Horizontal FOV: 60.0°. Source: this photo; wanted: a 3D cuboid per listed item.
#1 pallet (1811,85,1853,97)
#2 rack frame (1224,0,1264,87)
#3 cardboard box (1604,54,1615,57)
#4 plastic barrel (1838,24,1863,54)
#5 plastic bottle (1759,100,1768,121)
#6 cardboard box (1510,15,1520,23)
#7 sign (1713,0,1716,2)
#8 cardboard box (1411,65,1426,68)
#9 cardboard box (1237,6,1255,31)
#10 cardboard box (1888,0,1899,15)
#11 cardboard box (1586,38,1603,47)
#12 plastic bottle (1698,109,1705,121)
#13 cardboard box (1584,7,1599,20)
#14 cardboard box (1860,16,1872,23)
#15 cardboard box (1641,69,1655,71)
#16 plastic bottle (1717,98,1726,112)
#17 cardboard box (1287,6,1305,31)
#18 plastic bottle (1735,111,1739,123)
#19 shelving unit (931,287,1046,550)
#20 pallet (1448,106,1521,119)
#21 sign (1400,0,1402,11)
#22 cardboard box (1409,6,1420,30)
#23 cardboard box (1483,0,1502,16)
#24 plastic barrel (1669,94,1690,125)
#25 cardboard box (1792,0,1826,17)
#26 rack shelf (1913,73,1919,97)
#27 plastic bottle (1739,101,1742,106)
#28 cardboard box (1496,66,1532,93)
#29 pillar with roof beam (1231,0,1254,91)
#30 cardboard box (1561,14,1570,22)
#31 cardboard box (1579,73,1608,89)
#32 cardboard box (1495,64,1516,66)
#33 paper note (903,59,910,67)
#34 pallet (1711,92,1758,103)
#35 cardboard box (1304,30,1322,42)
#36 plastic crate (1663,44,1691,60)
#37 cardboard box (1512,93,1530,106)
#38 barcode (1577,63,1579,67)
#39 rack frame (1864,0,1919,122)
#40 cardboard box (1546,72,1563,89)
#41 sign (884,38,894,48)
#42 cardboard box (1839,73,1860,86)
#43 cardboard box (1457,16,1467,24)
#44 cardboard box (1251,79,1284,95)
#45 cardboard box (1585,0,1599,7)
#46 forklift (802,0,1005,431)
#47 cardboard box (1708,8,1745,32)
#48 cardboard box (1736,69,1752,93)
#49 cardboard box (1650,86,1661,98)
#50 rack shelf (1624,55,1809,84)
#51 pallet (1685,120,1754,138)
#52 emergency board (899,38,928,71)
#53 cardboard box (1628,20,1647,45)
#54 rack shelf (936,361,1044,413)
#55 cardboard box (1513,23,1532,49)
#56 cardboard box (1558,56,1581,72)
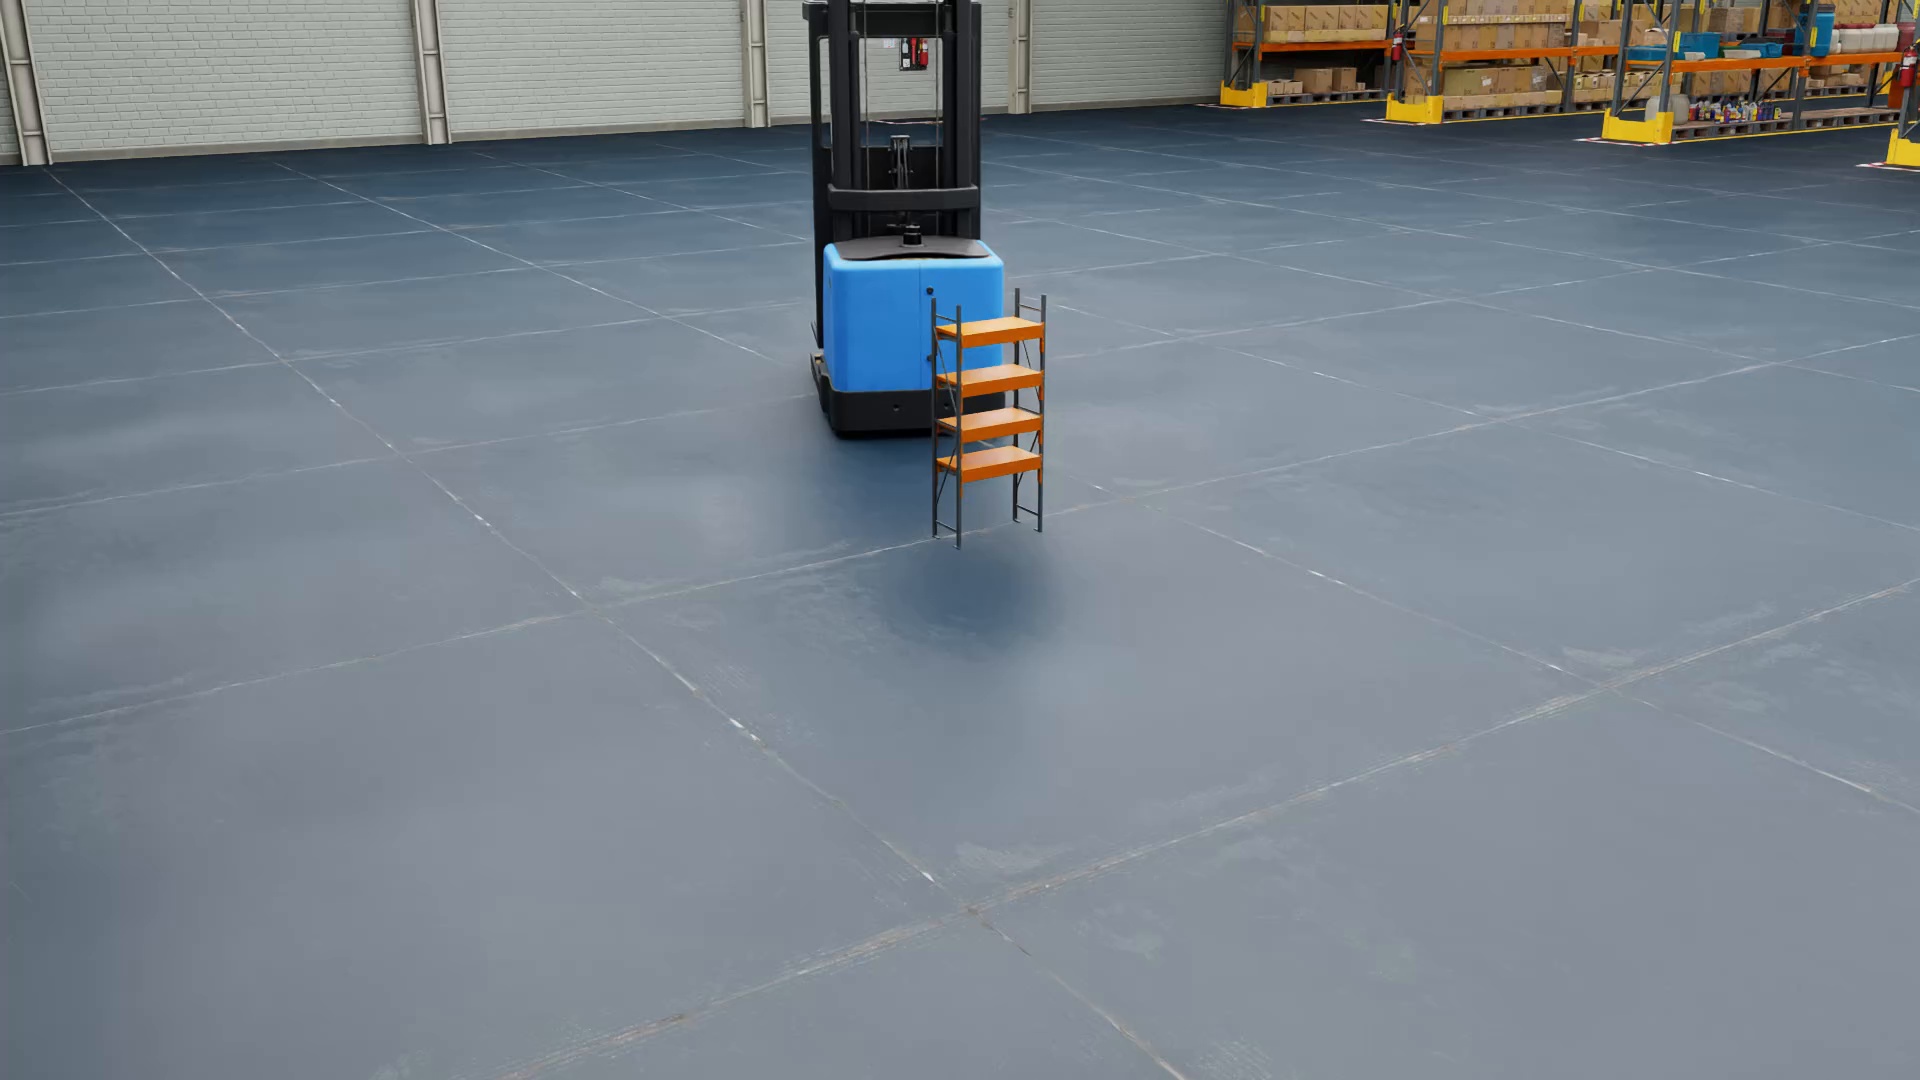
[{"bbox_3d":[20.468,-10.725,39.639,1.213,0.211,1.003,-12,22,-31],"label":"pallet"},{"bbox_3d":[6.124,-10.920,35.861,0.127,3.000,1.000,-12,22,-31],"label":"rack frame"},{"bbox_3d":[16.597,-12.487,42.733,0.250,0.149,0.380,-12,22,-32],"label":"cardboard box"},{"bbox_3d":[16.446,-9.278,30.792,0.433,0.535,0.433,0,19,0],"label":"plastic barrel"},{"bbox_3d":[14.374,-7.704,29.797,0.185,0.351,0.144,-13,23,-34],"label":"plastic bottle"},{"bbox_3d":[10.801,-10.279,32.796,0.250,0.149,0.380,-11,22,-30],"label":"cardboard box"},{"bbox_3d":[19.774,-14.251,43.538,0.005,0.325,0.100,-12,22,-31],"label":"sign"},{"bbox_3d":[10.474,-10.887,38.981,0.500,0.500,0.700,-12,22,-32],"label":"cardboard box"},{"bbox_3d":[6.401,-11.353,36.176,0.500,0.500,0.500,-12,22,-32],"label":"cardboard box"},{"bbox_3d":[21.994,-12.783,39.655,0.500,0.500,0.500,-12,22,-32],"label":"cardboard box"},{"bbox_3d":[13.045,-10.282,34.368,0.250,0.149,0.380,-12,22,-31],"label":"cardboard box"},{"bbox_3d":[13.291,-7.625,29.797,0.097,0.201,0.097,0,19,0],"label":"plastic bottle"},{"bbox_3d":[15.479,-12.990,41.333,0.500,0.500,0.500,-12,22,-31],"label":"cardboard box"},{"bbox_3d":[21.139,-12.131,39.287,0.500,0.500,0.500,-12,22,-31],"label":"cardboard box"},{"bbox_3d":[14.934,-10.153,36.355,0.500,0.311,0.500,-11,22,-30],"label":"cardboard box"},{"bbox_3d":[13.853,-7.864,30.270,0.185,0.351,0.144,-13,23,-34],"label":"plastic bottle"},{"bbox_3d":[7.106,-11.302,36.023,0.500,0.500,0.500,-12,22,-31],"label":"cardboard box"},{"bbox_3d":[13.711,-7.484,29.381,0.097,0.201,0.097,0,19,0],"label":"plastic bottle"},{"bbox_3d":[0.138,-0.598,8.139,0.503,1.200,0.258,-12,22,-31],"label":"shelving unit"},{"bbox_3d":[10.485,-8.634,33.454,1.213,0.211,1.003,-12,22,-31],"label":"pallet"},{"bbox_3d":[8.565,-10.404,32.157,0.005,0.325,0.100,-12,22,-31],"label":"sign"},{"bbox_3d":[10.379,-12.057,38.382,0.500,0.500,0.700,-9,21,-26],"label":"cardboard box"},{"bbox_3d":[10.149,-10.529,32.522,0.500,0.500,0.700,-12,22,-31],"label":"cardboard box"},{"bbox_3d":[12.499,-7.515,29.019,0.421,0.512,0.421,0,19,0],"label":"plastic barrel"},{"bbox_3d":[19.422,-12.238,38.043,0.500,0.500,0.500,-11,22,-30],"label":"cardboard box"},{"bbox_3d":[15.967,-6.957,25.261,4.000,0.370,1.077,-12,22,-31],"label":"rack shelf"},{"bbox_3d":[14.210,-7.865,30.378,0.133,0.283,0.061,-12,22,-31],"label":"plastic bottle"},{"bbox_3d":[11.086,-9.237,33.352,0.500,0.500,0.500,-12,22,-31],"label":"cardboard box"},{"bbox_3d":[8.601,-12.965,32.543,0.400,9.000,9.100,-12,22,-31],"label":"pillar with roof beam"},{"bbox_3d":[12.083,-10.549,33.597,0.250,0.149,0.380,-12,22,-31],"label":"cardboard box"},{"bbox_3d":[13.095,-9.555,34.586,0.500,0.311,0.500,-12,22,-32],"label":"cardboard box"},{"bbox_3d":[11.219,-9.464,34.020,0.500,0.500,0.500,-12,22,-31],"label":"cardboard box"},{"bbox_3d":[-1.049,-9.363,32.630,0.142,0.148,0.016,-12,22,-31],"label":"paper note"},{"bbox_3d":[17.195,-10.018,37.549,1.213,0.211,1.003,-12,22,-31],"label":"pallet"},{"bbox_3d":[7.561,-11.043,36.428,0.500,0.250,0.500,-12,22,-32],"label":"cardboard box"},{"bbox_3d":[12.372,-8.480,28.878,0.408,0.251,0.499,-12,22,-31],"label":"plastic crate"},{"bbox_3d":[11.093,-8.879,33.462,0.500,0.250,0.500,-12,22,-31],"label":"cardboard box"},{"bbox_3d":[12.634,-9.713,34.008,0.075,0.075,0.001,-12,22,-31],"label":"barcode"},{"bbox_3d":[18.254,-9.679,32.191,0.127,3.000,1.000,-12,22,-31],"label":"rack frame"},{"bbox_3d":[12.373,-9.610,34.749,0.500,0.311,0.500,-12,22,-31],"label":"cardboard box"},{"bbox_3d":[-1.382,-9.740,32.315,0.234,0.329,0.001,-12,22,-31],"label":"sign"},{"bbox_3d":[21.086,-10.999,39.701,0.500,0.250,0.500,-12,22,-31],"label":"cardboard box"},{"bbox_3d":[9.517,-10.009,31.998,0.250,0.149,0.380,-13,22,-33],"label":"cardboard box"},{"bbox_3d":[6.751,-9.952,36.511,0.500,0.311,0.500,-15,24,-37],"label":"cardboard box"},{"bbox_3d":[15.464,-13.348,41.222,0.500,0.250,0.500,-11,22,-30],"label":"cardboard box"},{"bbox_3d":[-0.444,-2.470,10.974,1.130,2.935,3.031,-3,19,-8],"label":"forklift"},{"bbox_3d":[16.866,-11.502,36.771,0.500,0.500,0.700,-8,20,-21],"label":"cardboard box"},{"bbox_3d":[17.359,-10.307,37.264,0.500,0.500,0.500,-13,23,-33],"label":"cardboard box"},{"bbox_3d":[14.799,-9.651,35.747,0.500,0.250,0.500,-12,22,-32],"label":"cardboard box"},{"bbox_3d":[13.243,-8.281,29.180,4.000,0.370,1.077,-12,22,-31],"label":"rack shelf"},{"bbox_3d":[13.310,-7.330,29.597,1.213,0.211,1.003,-12,22,-31],"label":"pallet"},{"bbox_3d":[-0.863,-9.793,32.527,0.643,1.169,0.194,-12,22,-31],"label":"emergency board"},{"bbox_3d":[14.141,-10.752,35.209,0.500,0.500,0.500,-13,23,-34],"label":"cardboard box"},{"bbox_3d":[0.138,-0.746,8.089,0.480,0.148,0.258,-12,22,-31],"label":"rack shelf"},{"bbox_3d":[10.967,-10.086,33.238,0.500,0.500,0.700,-12,22,-31],"label":"cardboard box"},{"bbox_3d":[14.934,-11.907,41.483,0.750,0.750,0.750,-11,22,-30],"label":"cardboard box"}]
